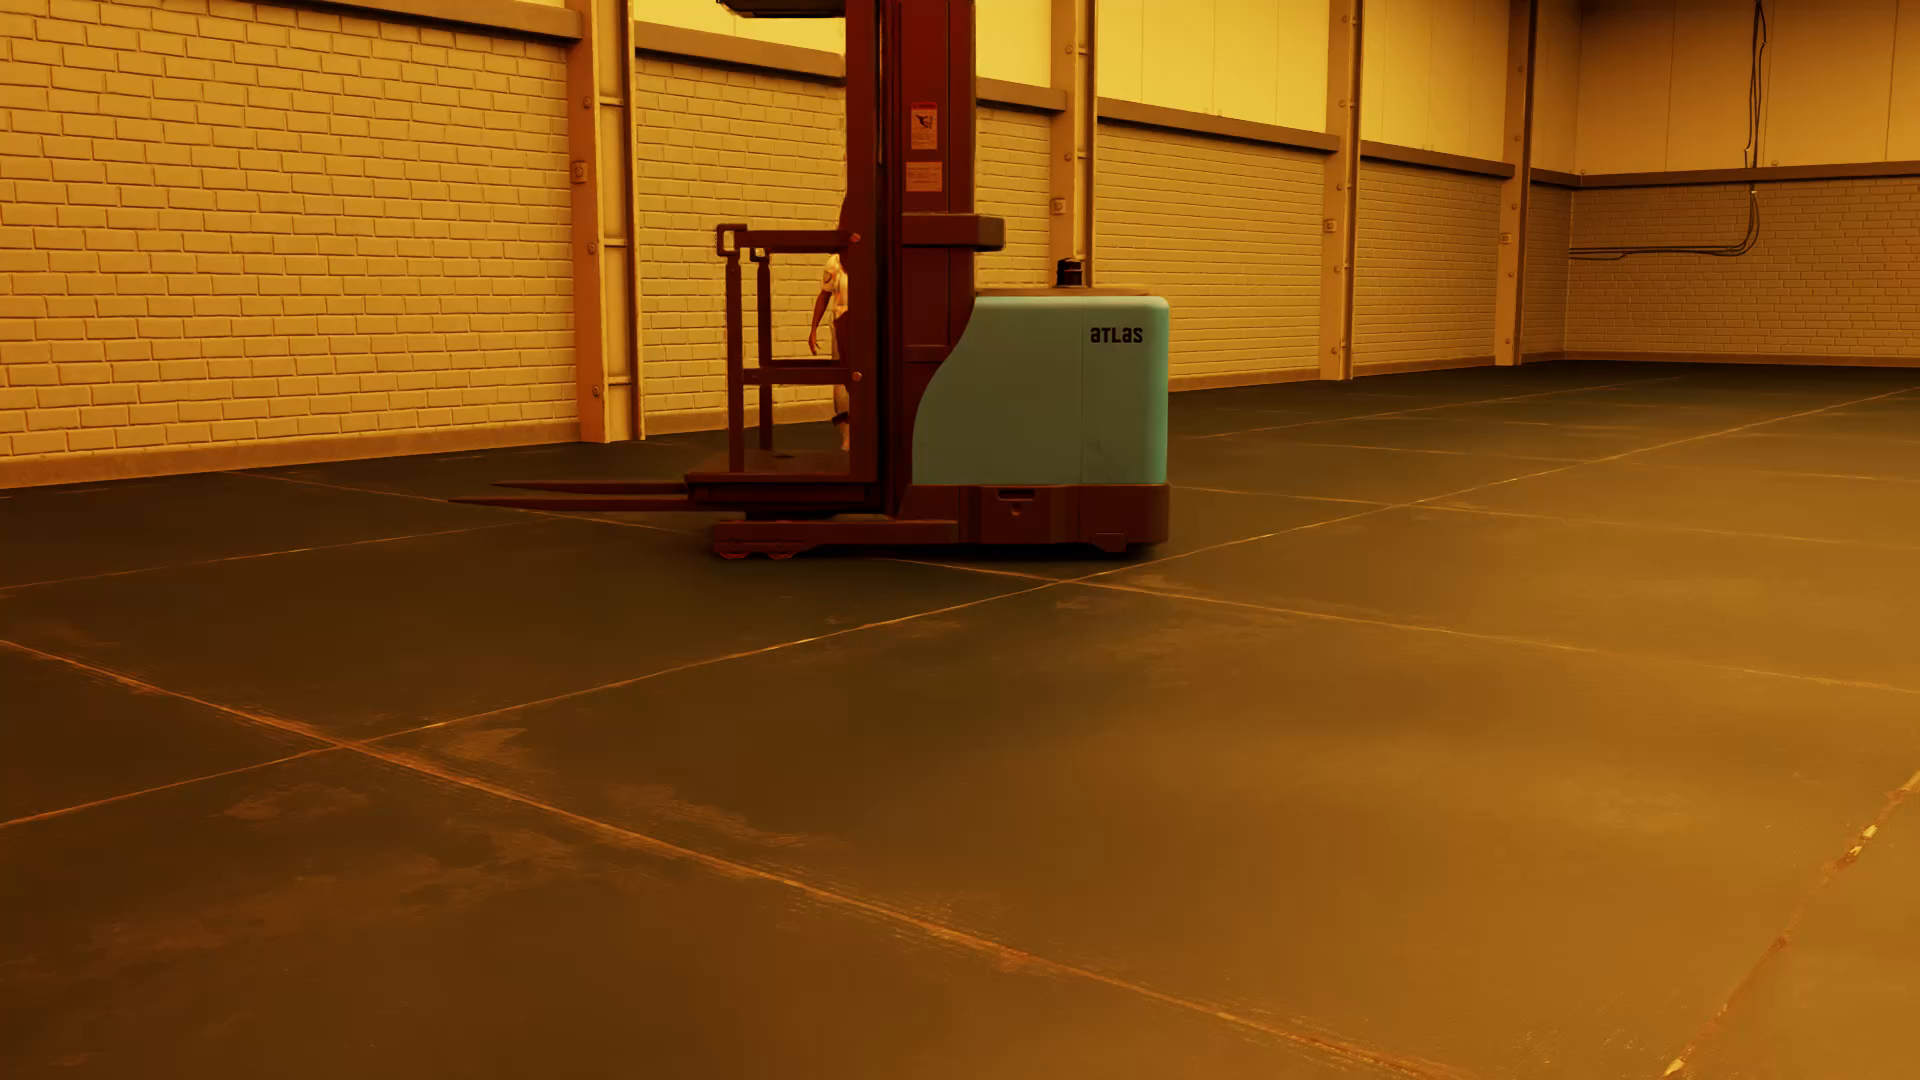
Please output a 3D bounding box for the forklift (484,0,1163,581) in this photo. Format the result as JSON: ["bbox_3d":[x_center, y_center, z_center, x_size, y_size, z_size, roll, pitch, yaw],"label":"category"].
[{"bbox_3d":[-0.445,-1.376,6.686,1.130,2.935,3.031,8,11,42],"label":"forklift"}]
